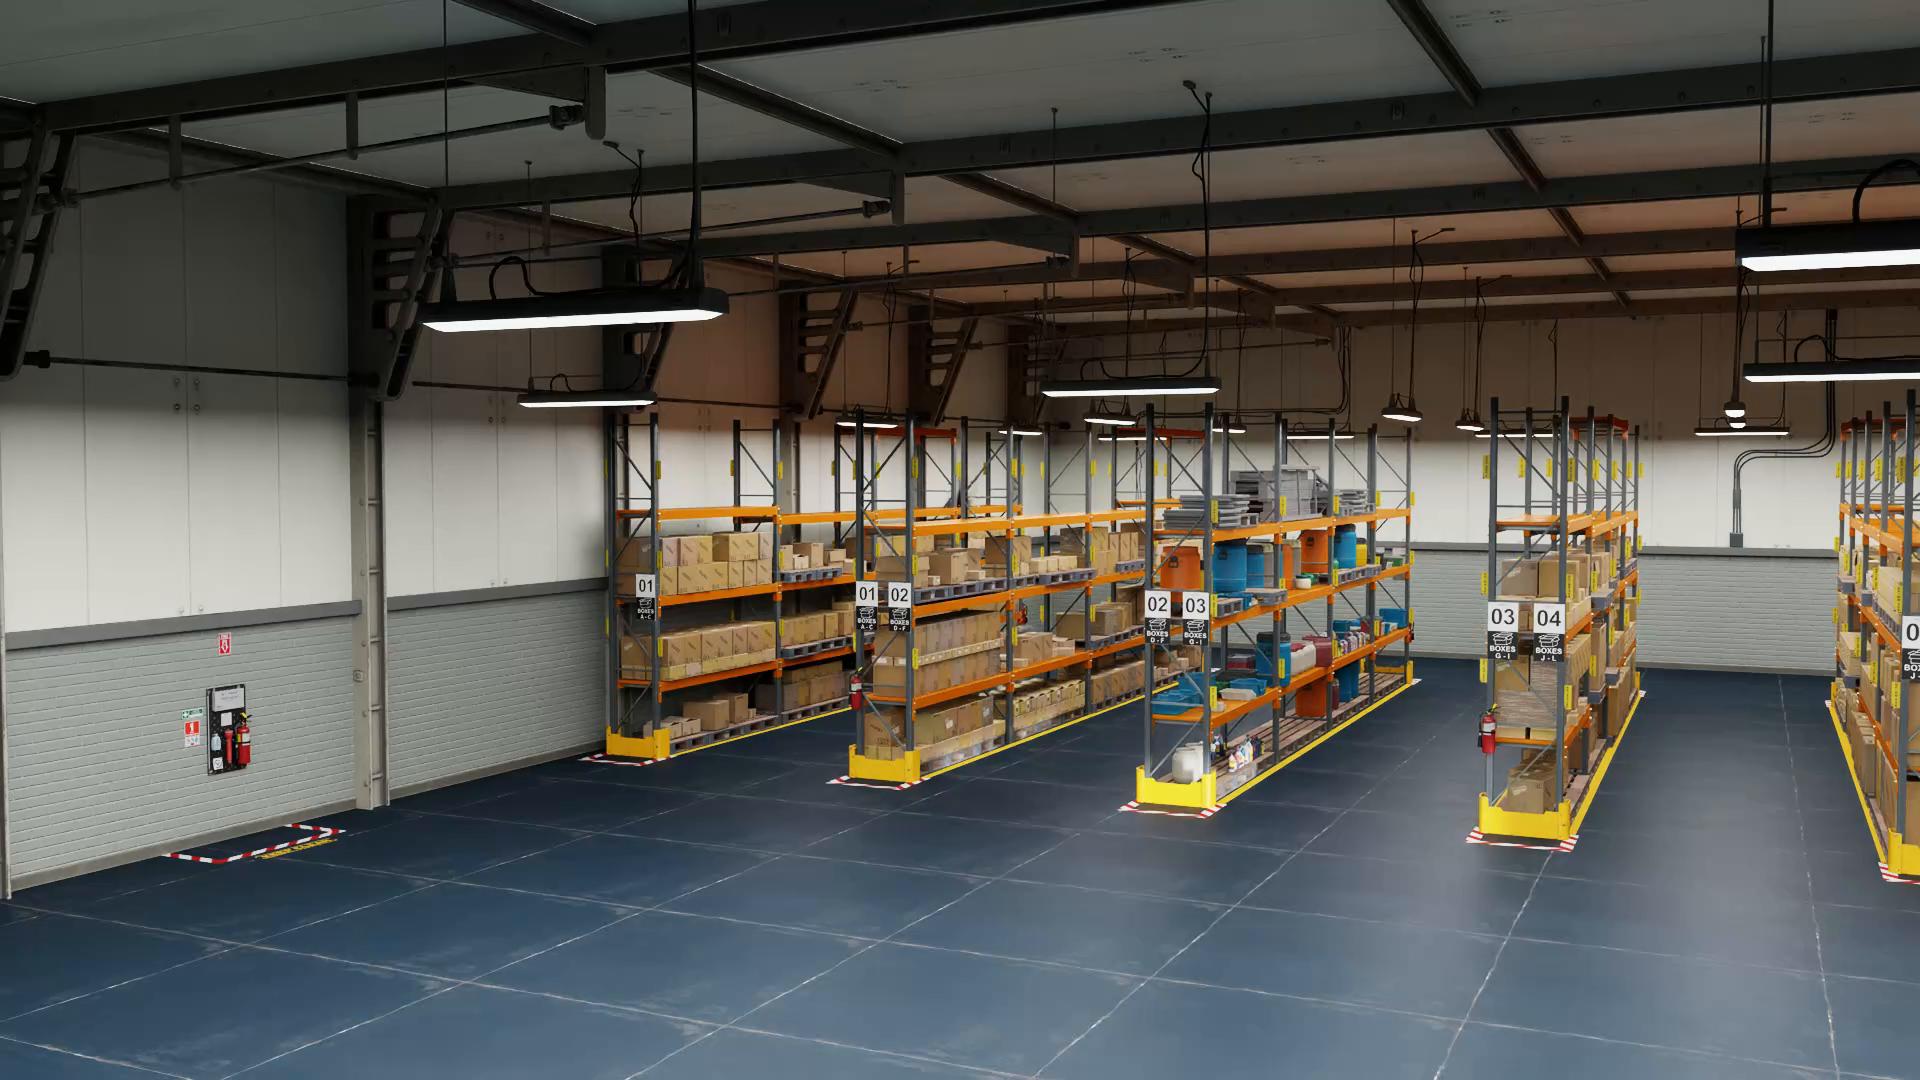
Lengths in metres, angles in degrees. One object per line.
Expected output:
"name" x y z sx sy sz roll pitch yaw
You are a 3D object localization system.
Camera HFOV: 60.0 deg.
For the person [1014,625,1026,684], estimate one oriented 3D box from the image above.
"person" 1.286 2.679 35.989 0.493 1.679 0.649 -1 3 -30
